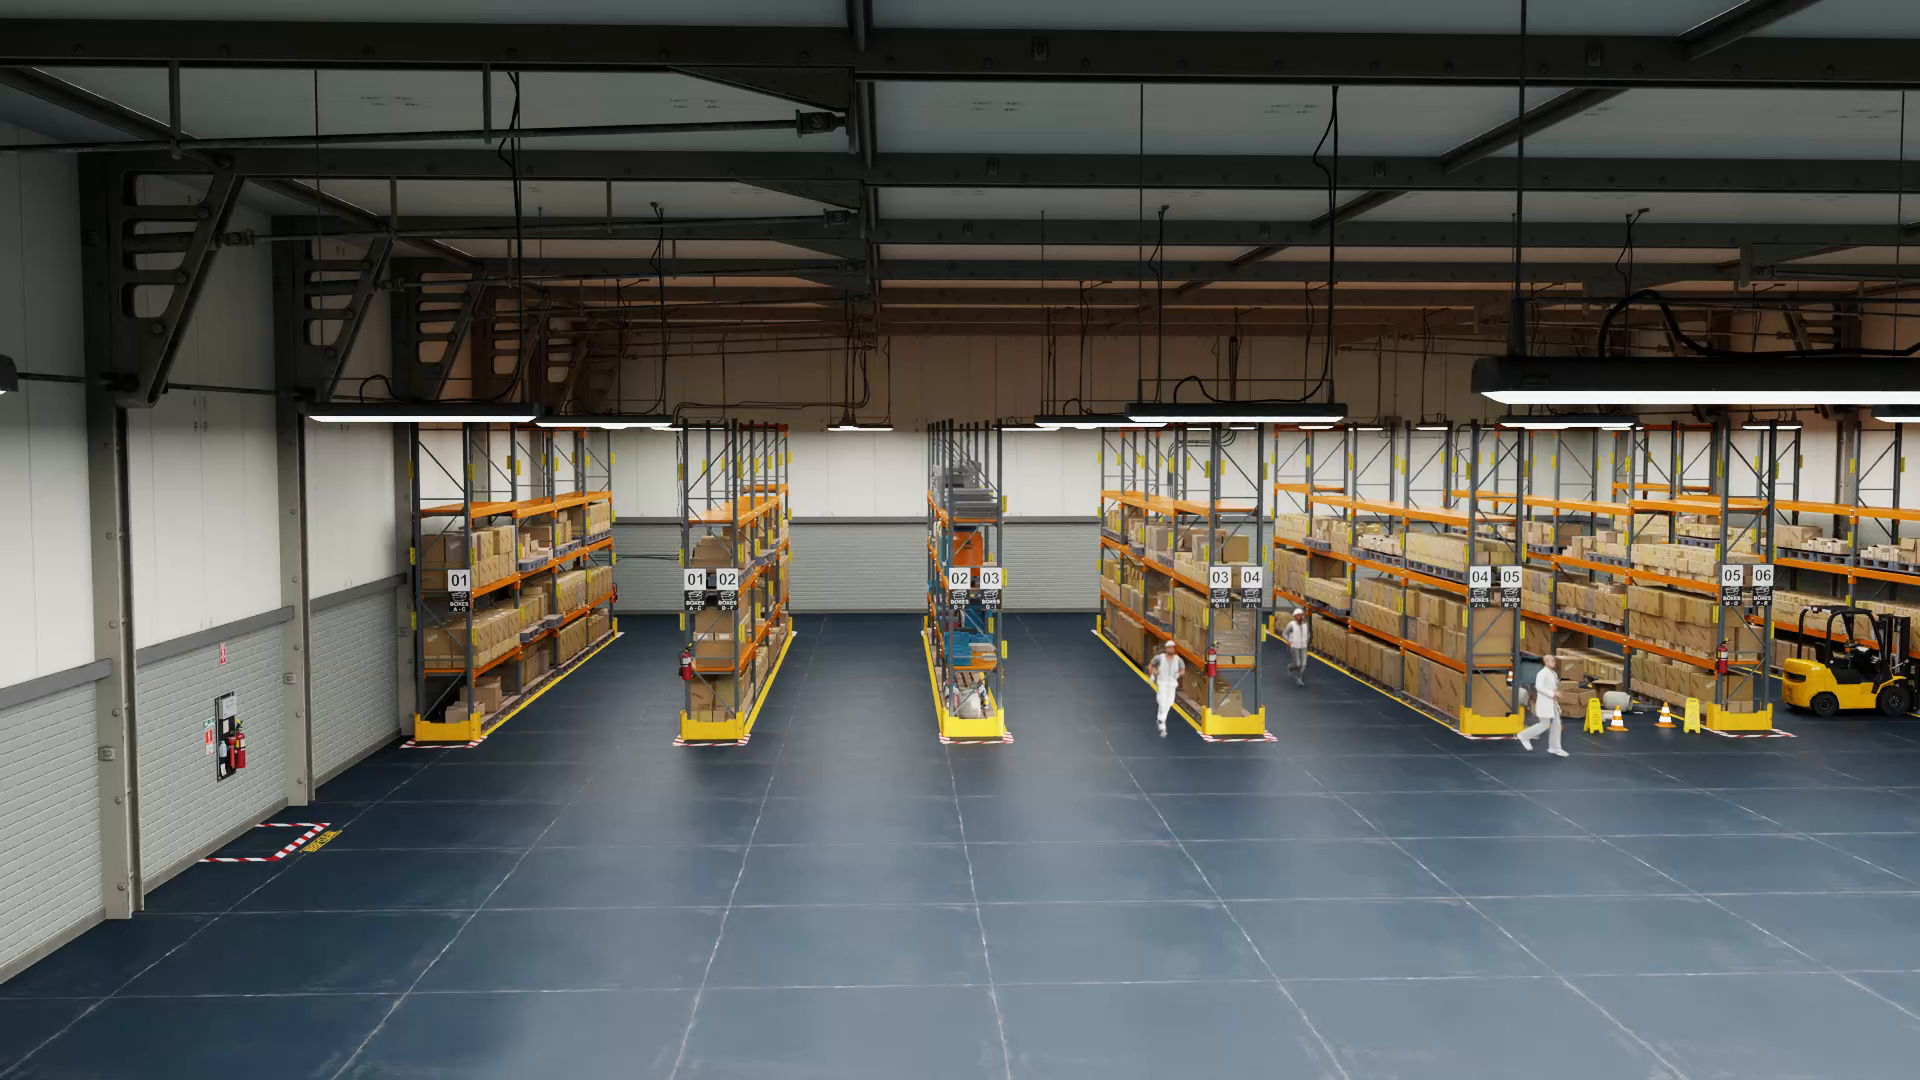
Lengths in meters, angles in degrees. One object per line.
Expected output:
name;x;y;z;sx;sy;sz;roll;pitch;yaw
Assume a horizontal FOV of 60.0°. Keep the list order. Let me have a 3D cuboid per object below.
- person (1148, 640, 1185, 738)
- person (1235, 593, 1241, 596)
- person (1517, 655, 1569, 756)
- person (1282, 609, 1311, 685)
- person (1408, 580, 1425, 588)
person;3.963;2.803;31.671;0.681;1.789;0.892;0;4;-8
person;8.015;1.808;48.441;0.720;1.648;0.827;4;5;44
person;10.455;2.937;29.727;0.904;1.790;0.737;3;5;38
person;7.702;2.431;37.948;0.671;1.728;0.597;-1;4;-16
person;13.511;1.697;49.368;0.782;1.615;0.617;0;4;6
